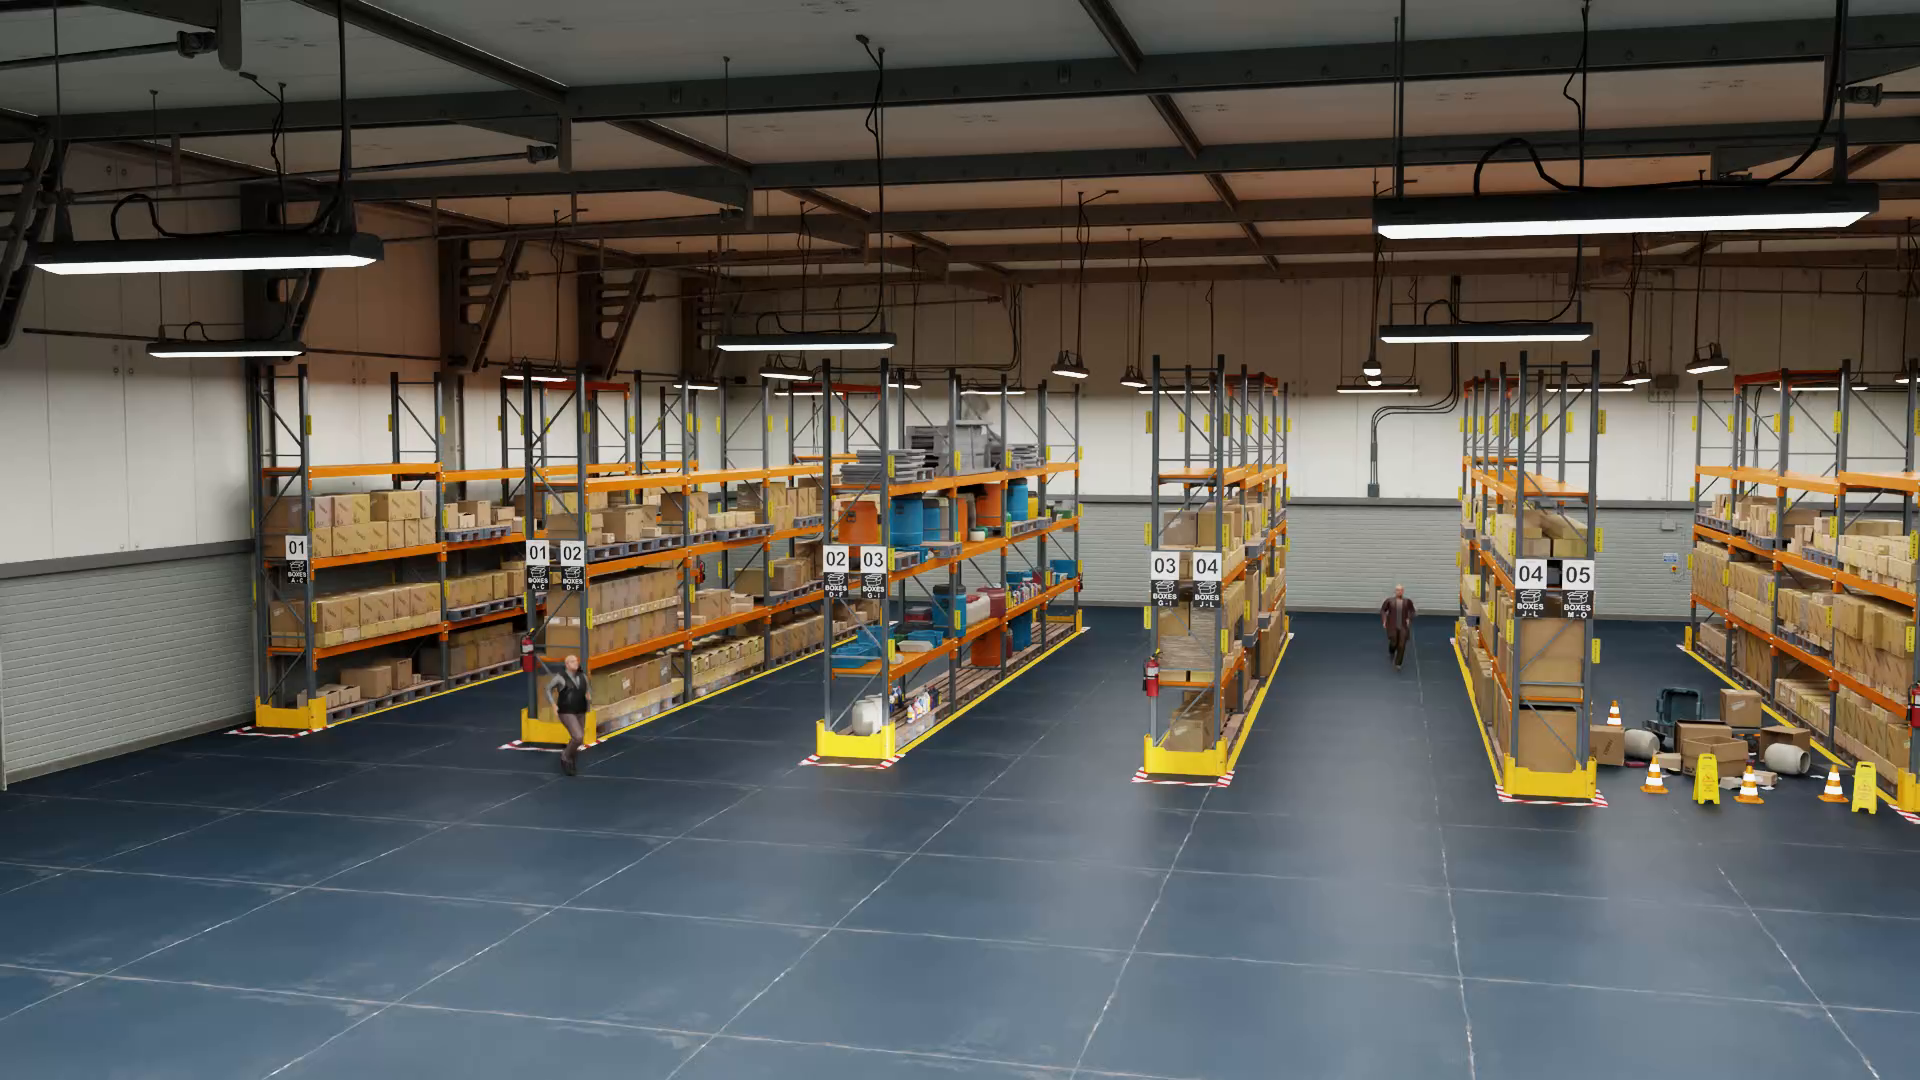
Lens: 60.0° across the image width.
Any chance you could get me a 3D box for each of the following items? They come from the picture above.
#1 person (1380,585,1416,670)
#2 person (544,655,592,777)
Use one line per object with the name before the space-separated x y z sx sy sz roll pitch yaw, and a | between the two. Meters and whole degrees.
person | 8.990 1.795 34.107 0.712 1.729 0.570 1 4 9
person | -5.524 2.509 23.764 0.694 1.719 0.634 3 5 38
